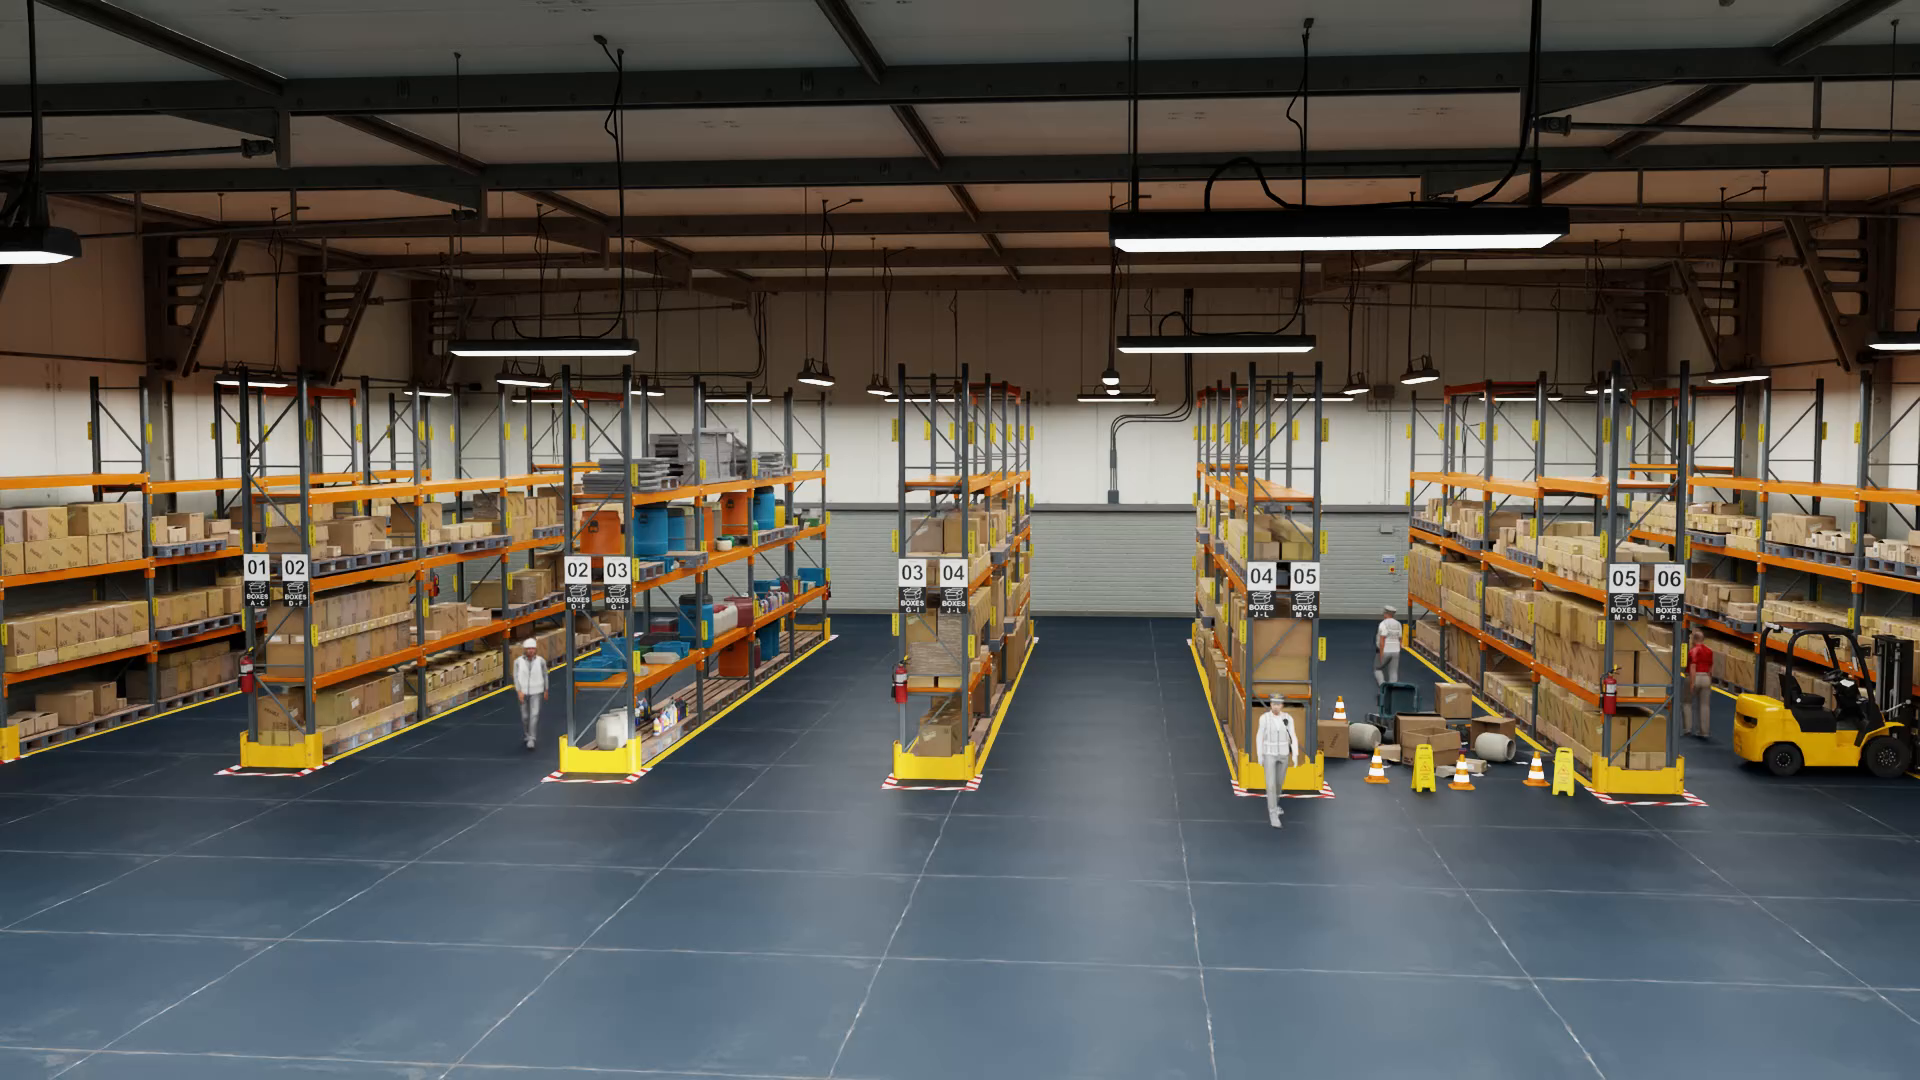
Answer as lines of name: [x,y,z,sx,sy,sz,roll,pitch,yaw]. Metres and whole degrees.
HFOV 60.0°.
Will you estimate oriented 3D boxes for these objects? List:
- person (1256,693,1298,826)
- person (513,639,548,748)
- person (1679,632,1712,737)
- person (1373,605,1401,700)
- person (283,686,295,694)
person: [4.094,2.789,21.443,0.506,1.655,0.864,0,4,1]
person: [-6.858,2.433,26.558,0.528,1.706,1.036,-1,4,-11]
person: [12.202,2.407,27.490,0.530,1.767,0.692,0,4,0]
person: [8.059,2.143,31.178,0.550,1.819,0.508,-1,4,-18]
person: [-11.478,2.286,28.742,0.667,1.768,0.740,0,4,-7]
